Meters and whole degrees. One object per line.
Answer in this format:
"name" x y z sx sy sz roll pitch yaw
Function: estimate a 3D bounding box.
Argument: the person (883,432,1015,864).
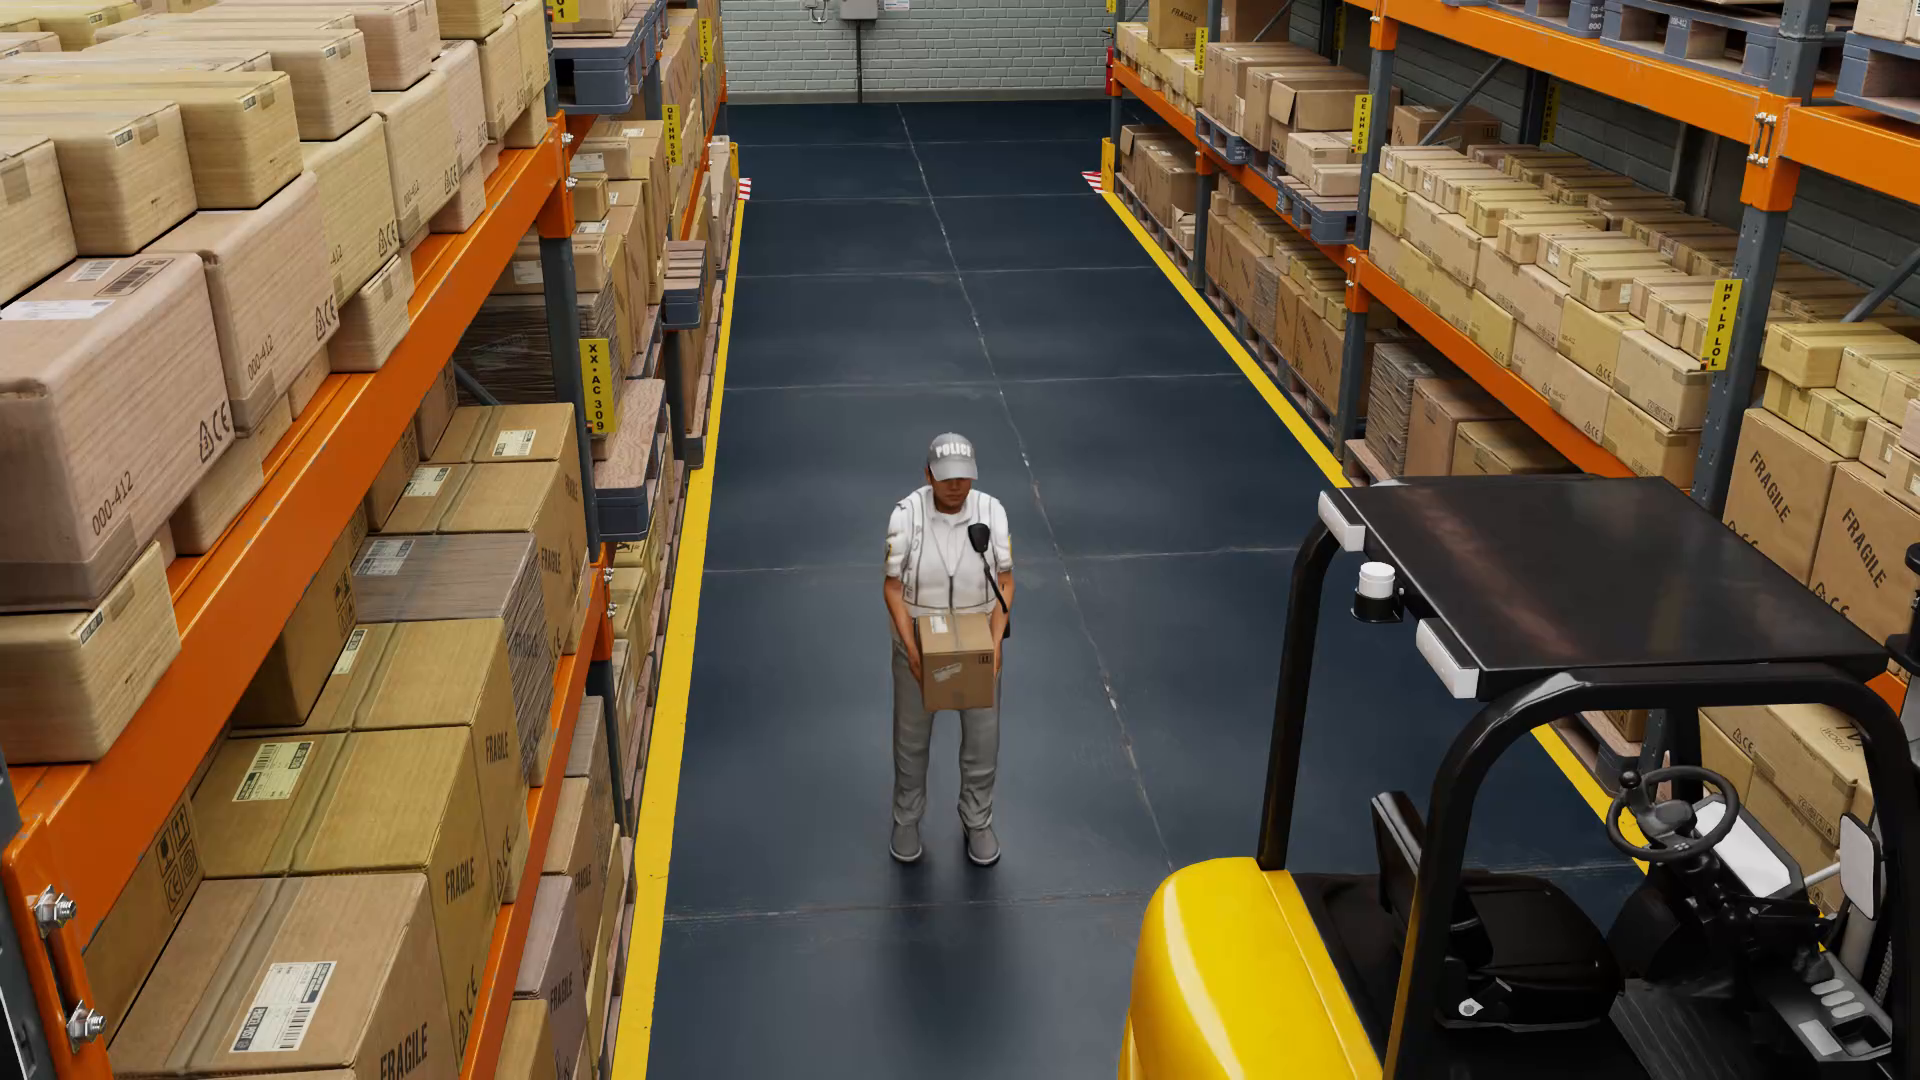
"person" -0.036 0.410 6.162 0.487 1.670 0.503 -2 24 -6
